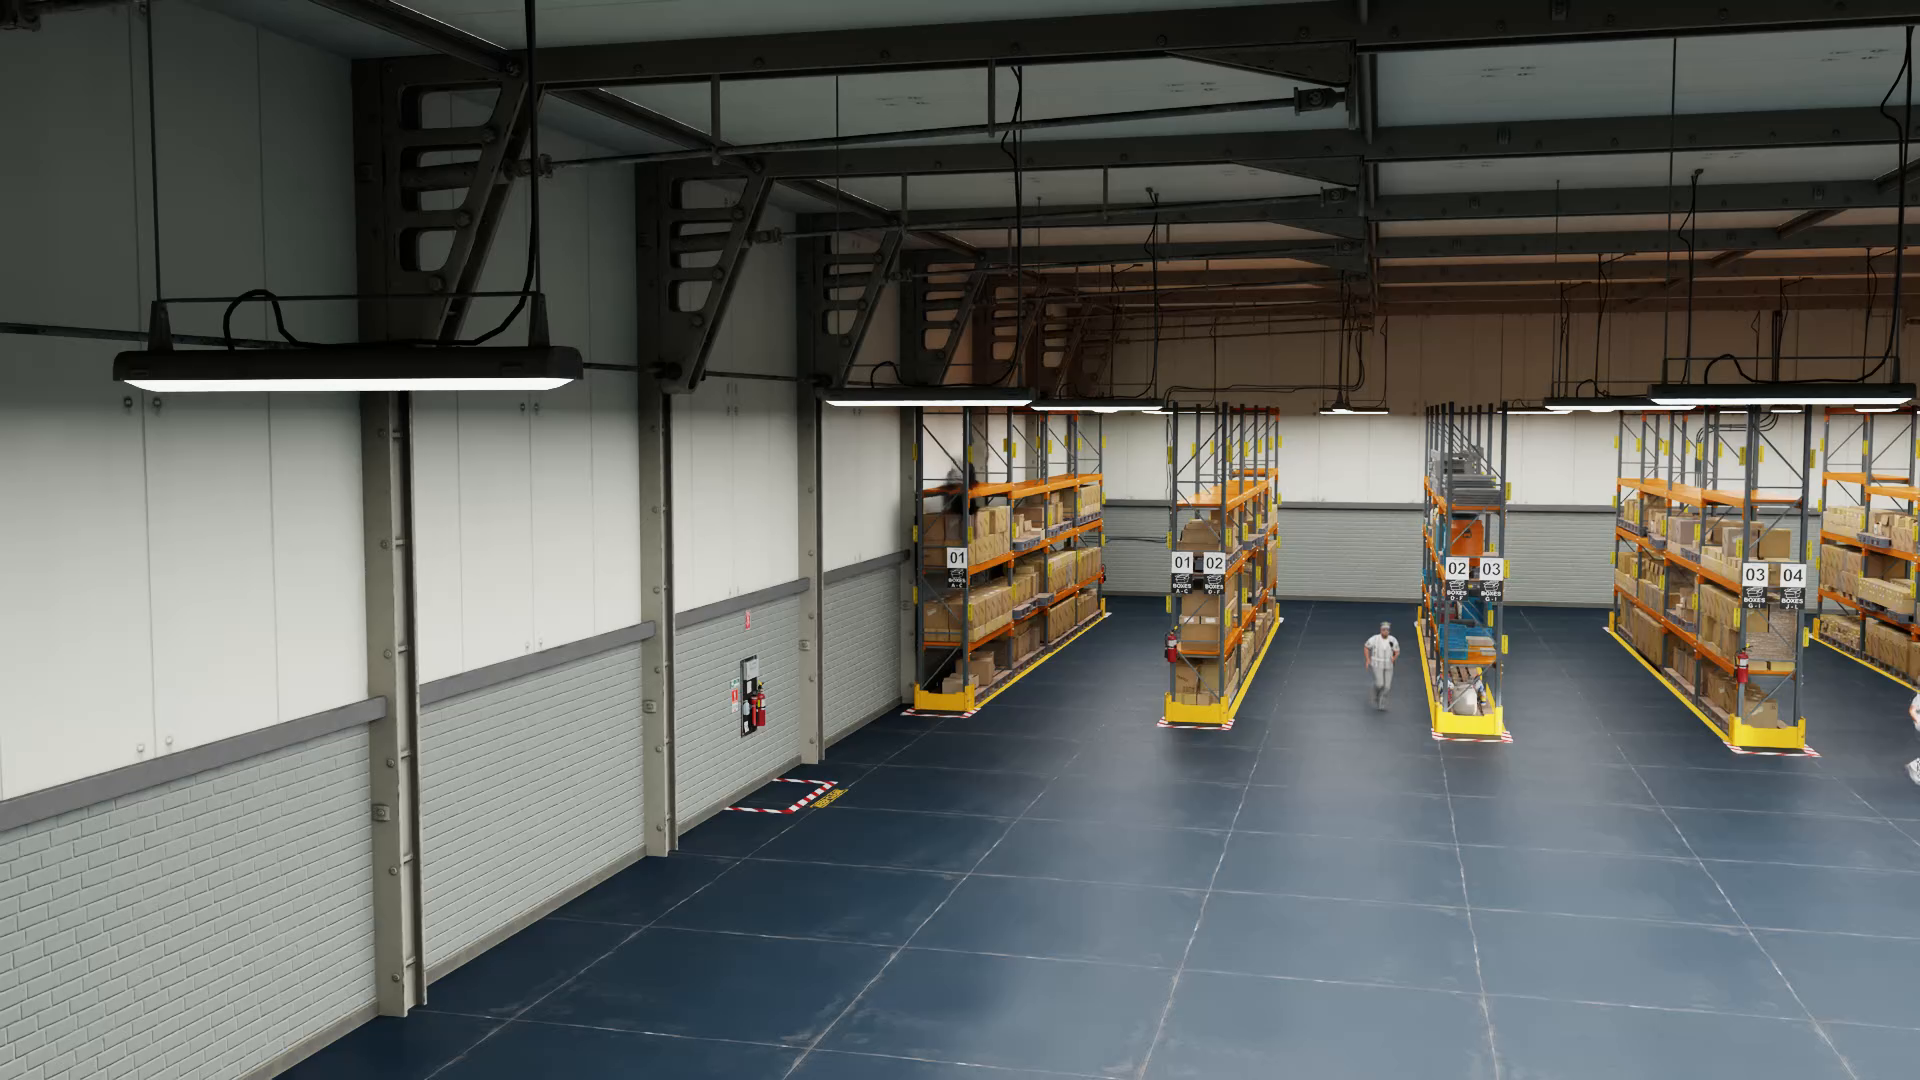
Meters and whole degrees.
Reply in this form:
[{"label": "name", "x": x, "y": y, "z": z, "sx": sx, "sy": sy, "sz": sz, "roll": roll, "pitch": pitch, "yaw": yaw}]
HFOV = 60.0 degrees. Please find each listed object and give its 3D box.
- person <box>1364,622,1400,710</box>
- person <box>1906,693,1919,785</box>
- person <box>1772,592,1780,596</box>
[{"label": "person", "x": 8.237, "y": 2.454, "z": 32.363, "sx": 0.637, "sy": 1.738, "sz": 0.733, "roll": 0, "pitch": 4, "yaw": -1}, {"label": "person", "x": 15.054, "y": 2.948, "z": 25.727, "sx": 0.628, "sy": 1.749, "sz": 0.607, "roll": -3, "pitch": 5, "yaw": -39}, {"label": "person", "x": 21.457, "y": 1.627, "z": 44.097, "sx": 0.834, "sy": 1.670, "sz": 0.866, "roll": -3, "pitch": 5, "yaw": -32}]
